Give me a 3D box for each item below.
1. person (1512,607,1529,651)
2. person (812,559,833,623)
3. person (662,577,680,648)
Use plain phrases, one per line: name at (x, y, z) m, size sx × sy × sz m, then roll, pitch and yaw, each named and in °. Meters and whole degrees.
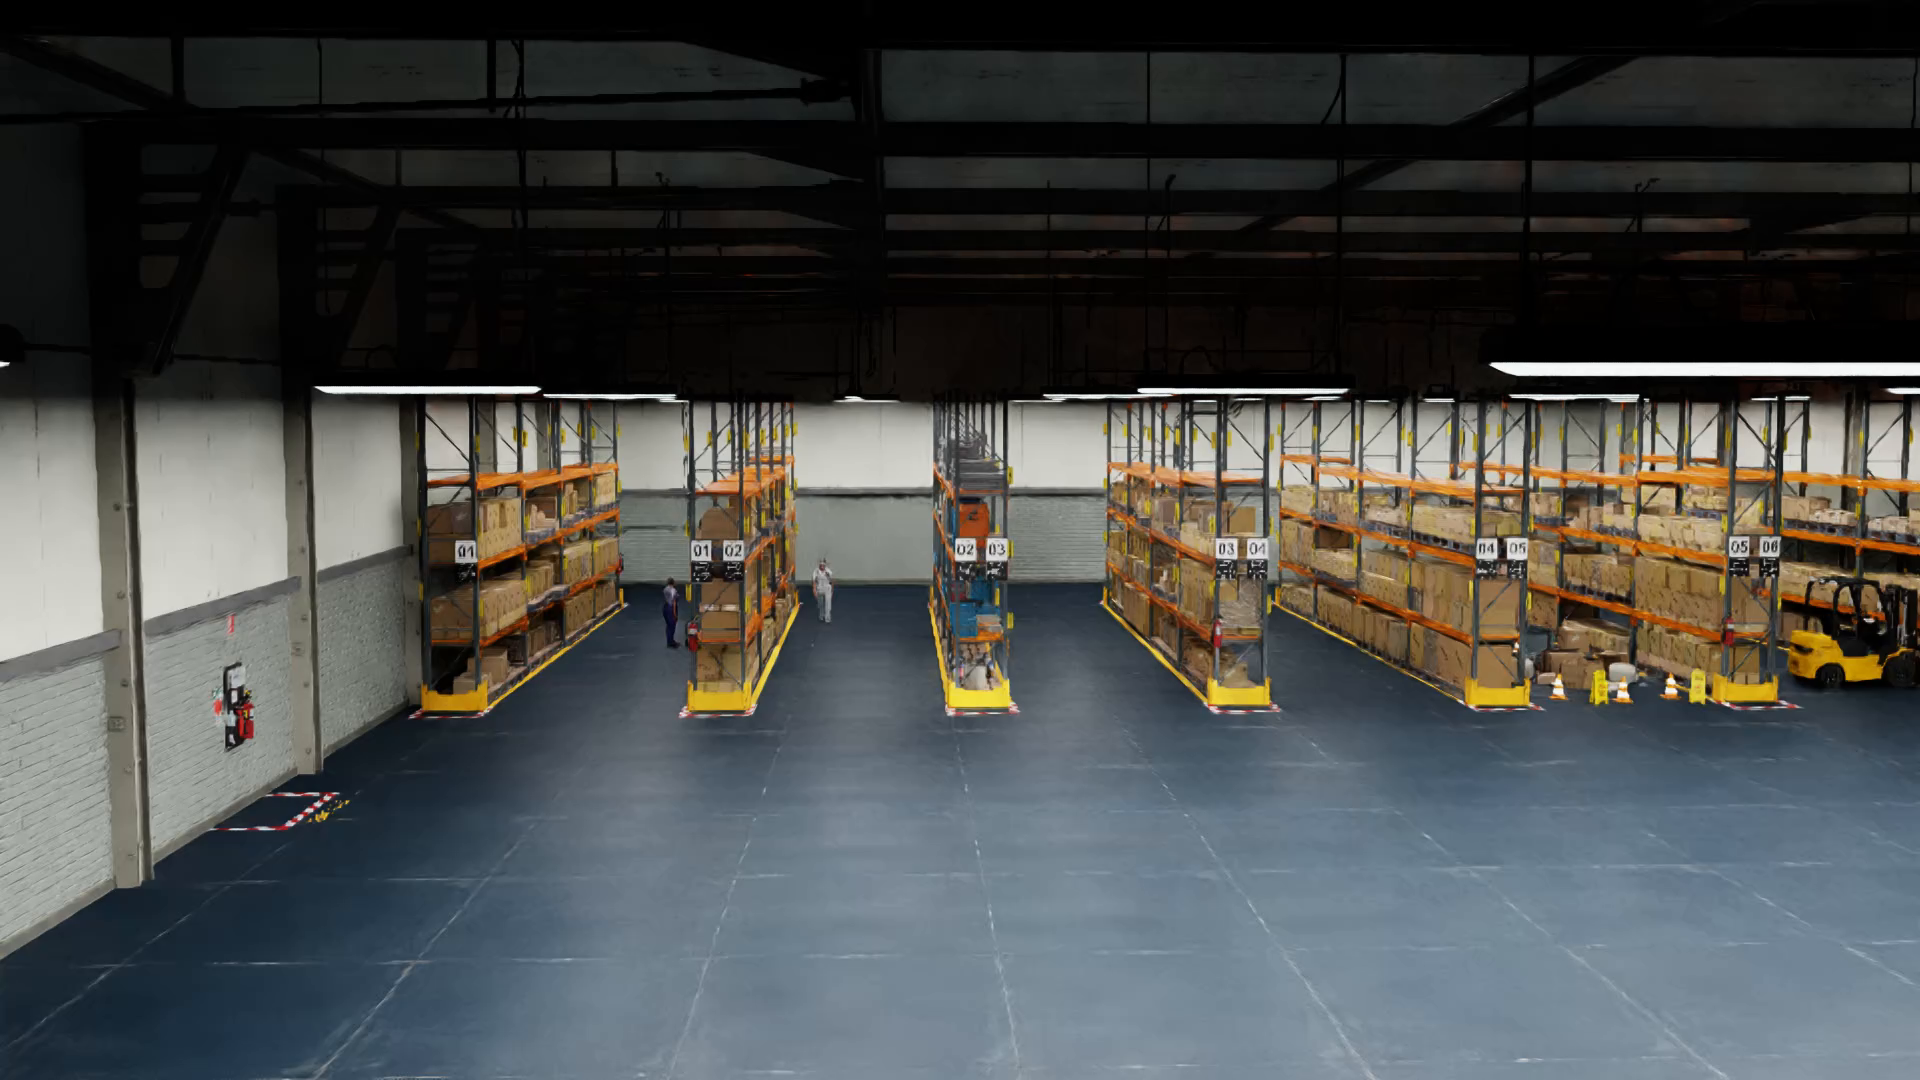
person at (12.702, 1.766, 37.834) m, size 0.551 × 1.701 × 0.613 m, roll 2°, pitch 5°, yaw 26°
person at (-3.607, 1.311, 43.662) m, size 0.542 × 1.672 × 1.126 m, roll 0°, pitch 5°, yaw 0°
person at (-6.790, 1.690, 39.256) m, size 0.430 × 1.653 × 0.530 m, roll -3°, pitch 6°, yaw -32°
